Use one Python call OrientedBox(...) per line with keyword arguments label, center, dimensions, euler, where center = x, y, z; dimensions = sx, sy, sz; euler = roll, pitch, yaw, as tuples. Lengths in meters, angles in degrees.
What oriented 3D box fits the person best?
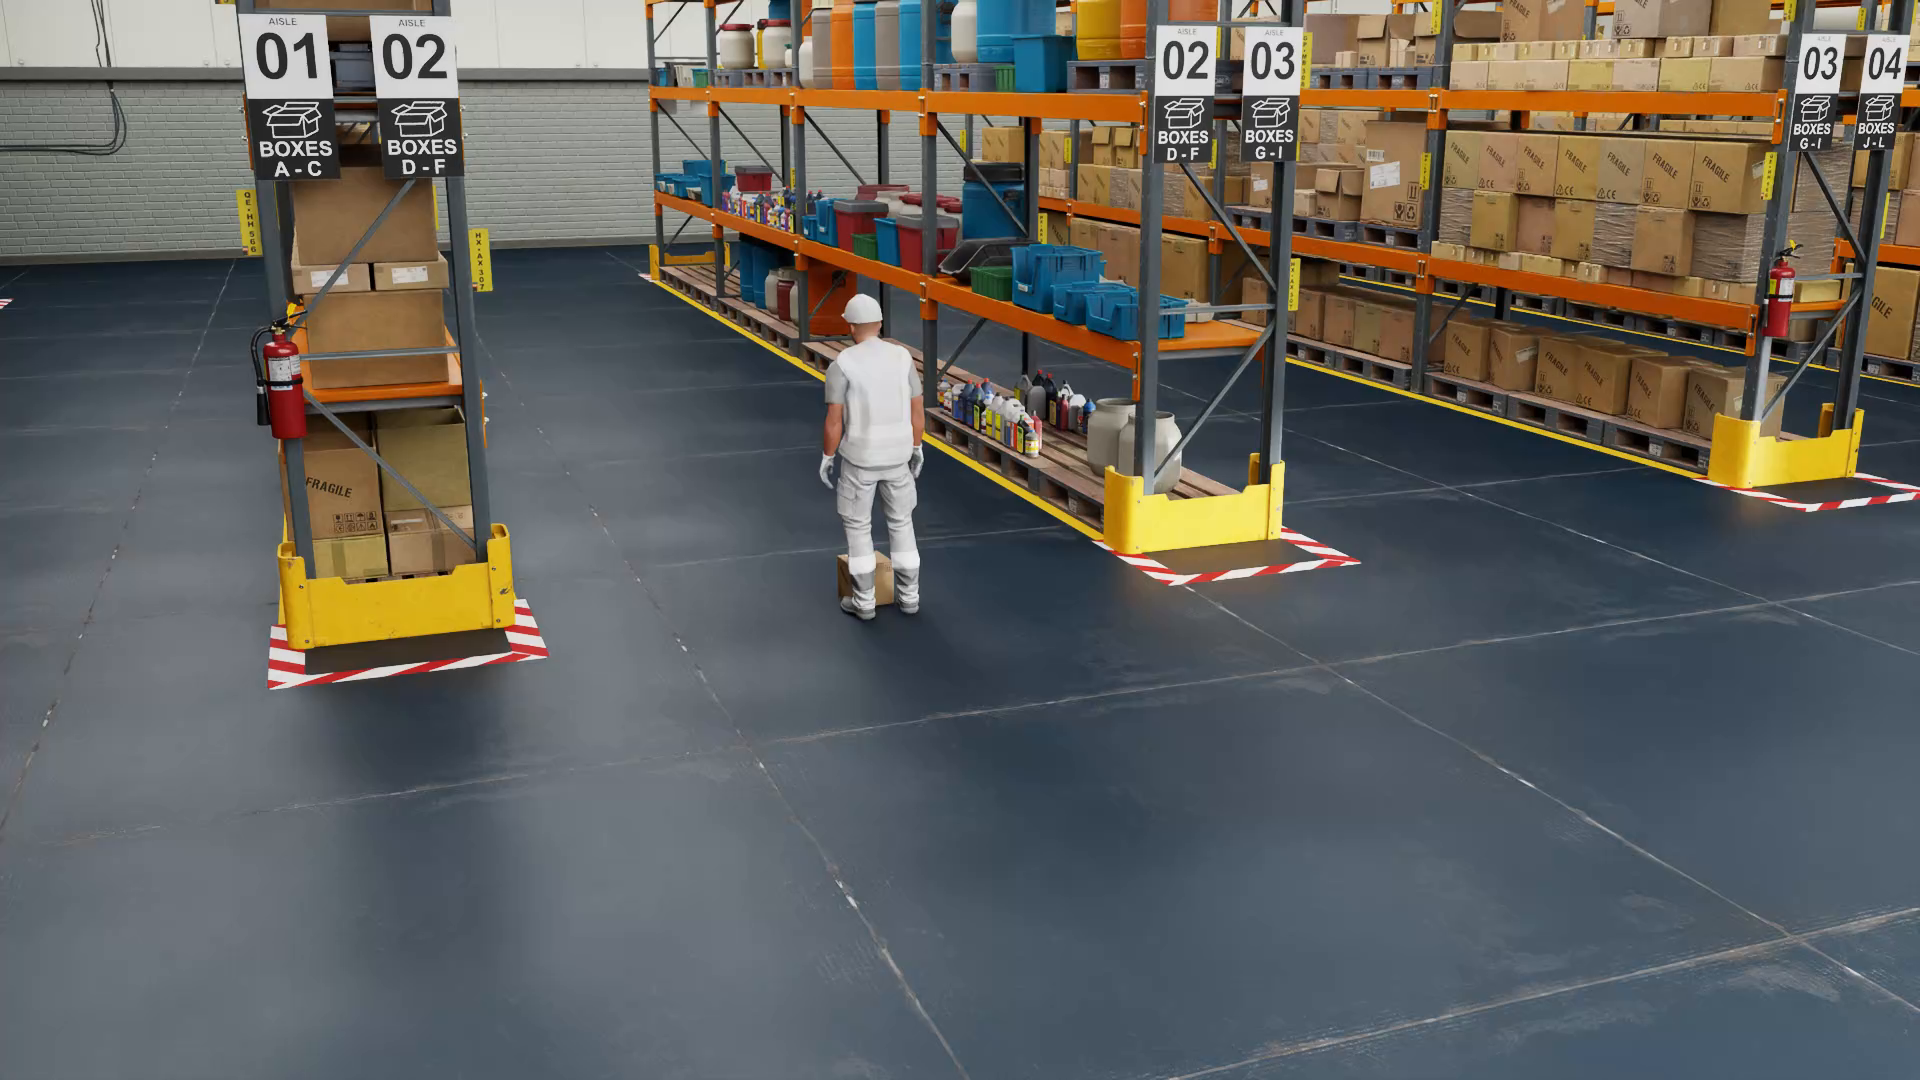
OrientedBox(label="person", center=(-0.478, -0.453, 9.136), dimensions=(0.620, 1.780, 0.446), euler=(-7, 17, -23))
